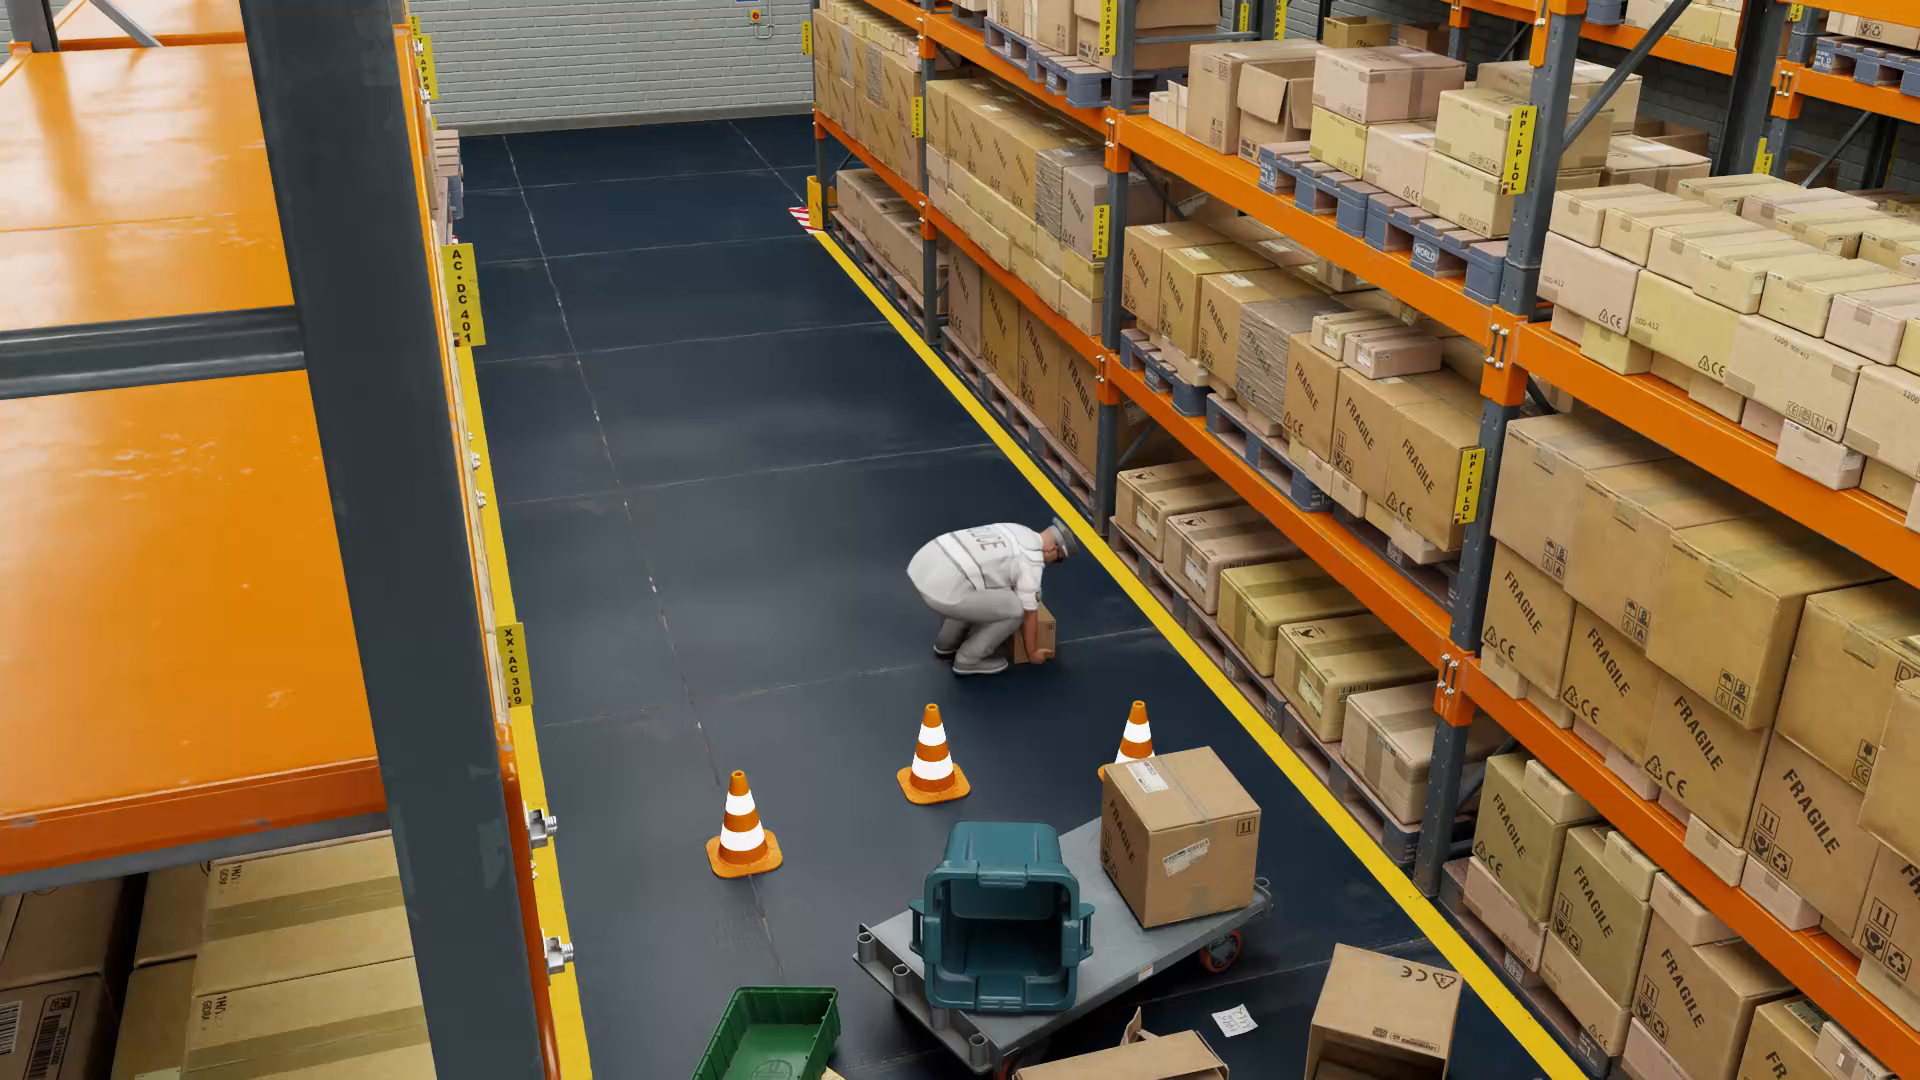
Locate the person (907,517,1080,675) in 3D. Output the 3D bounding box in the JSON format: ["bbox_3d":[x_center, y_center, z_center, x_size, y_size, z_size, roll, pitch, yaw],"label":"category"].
[{"bbox_3d":[0.210,0.321,9.545,1.027,0.833,0.524,-9,28,-17],"label":"person"}]
